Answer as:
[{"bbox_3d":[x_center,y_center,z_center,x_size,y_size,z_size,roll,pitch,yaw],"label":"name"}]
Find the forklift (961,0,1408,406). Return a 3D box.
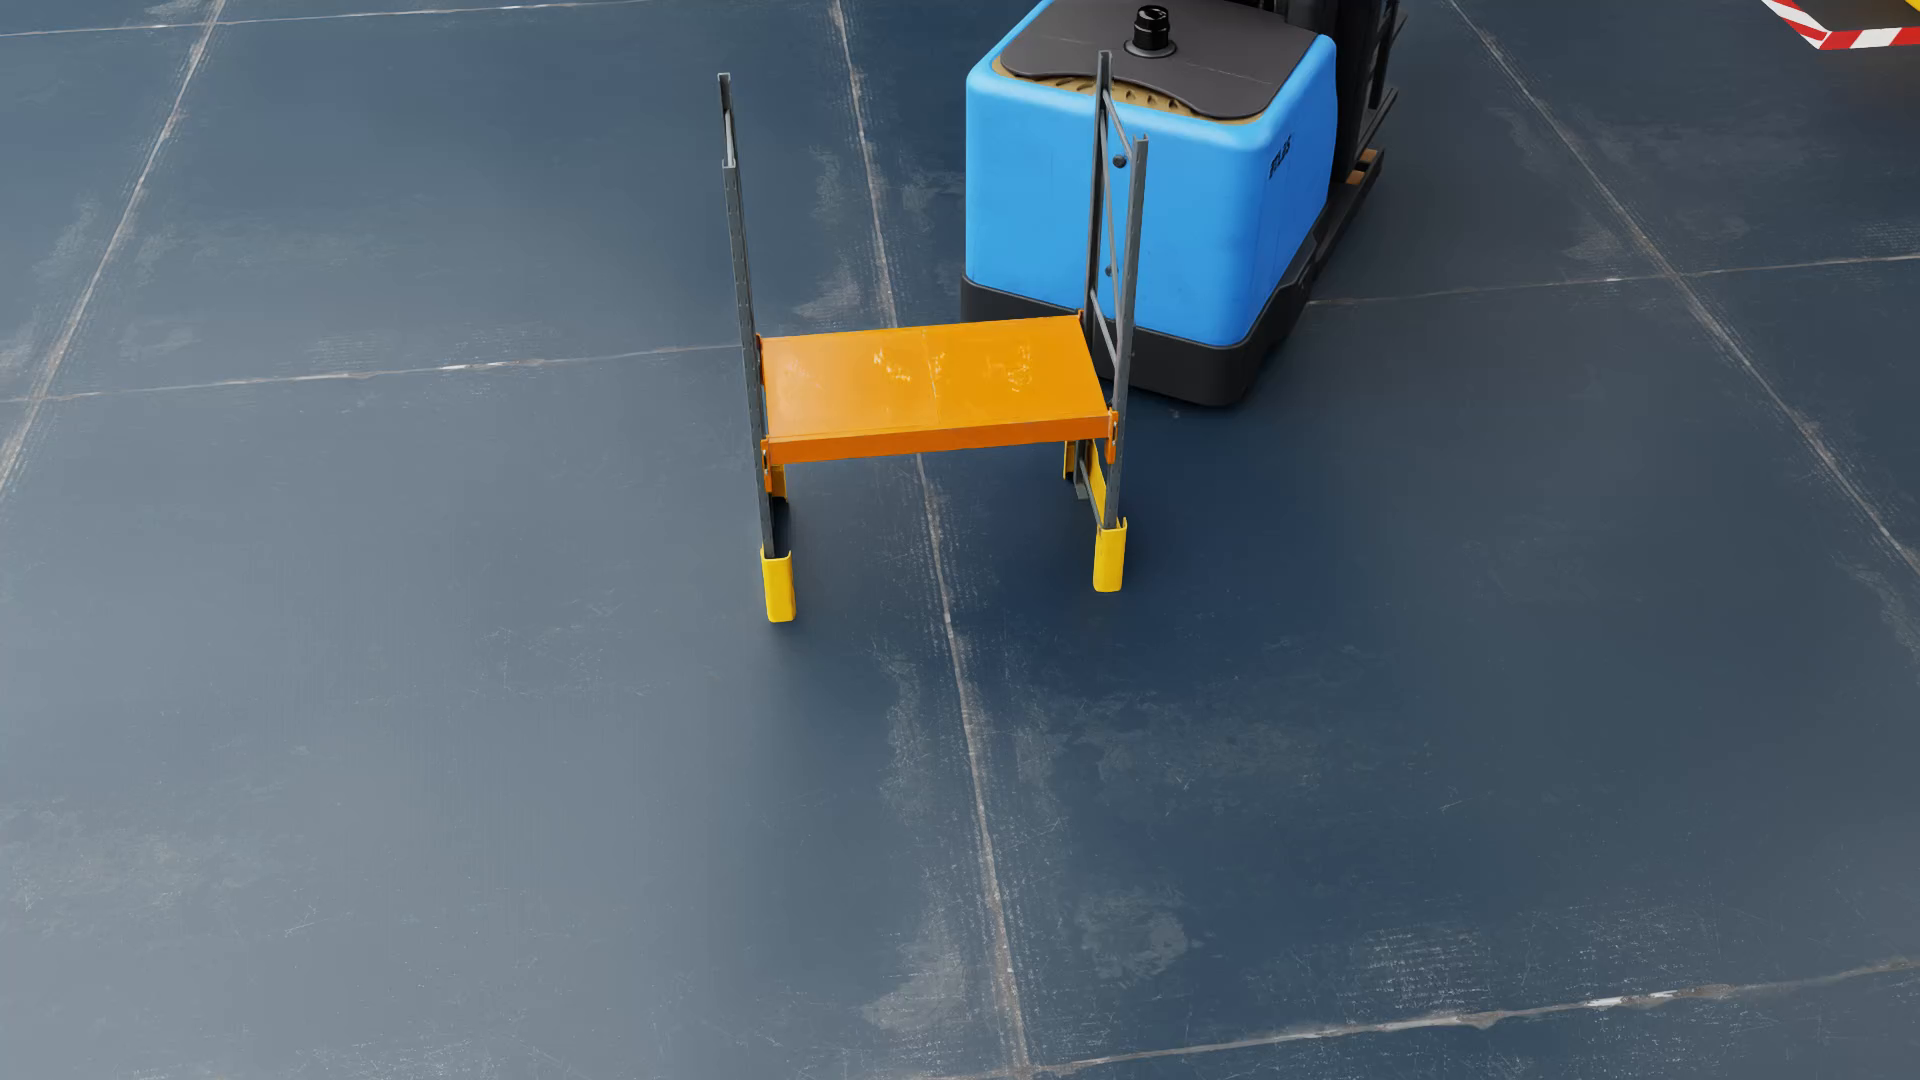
[{"bbox_3d":[1.091,-2.531,5.867,1.130,2.935,3.031,18,45,19],"label":"forklift"}]

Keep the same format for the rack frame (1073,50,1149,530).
[{"bbox_3d":[0.419,-0.594,4.788,0.032,1.500,0.500,-5,42,-6],"label":"rack frame"}]

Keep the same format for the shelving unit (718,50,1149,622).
[{"bbox_3d":[-0.076,-0.550,4.740,1.083,1.500,0.587,-5,42,-6],"label":"shelving unit"}]

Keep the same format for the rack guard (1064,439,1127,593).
[{"bbox_3d":[0.418,-0.129,5.207,0.087,0.250,0.587,-5,42,-6],"label":"rack guard"}]

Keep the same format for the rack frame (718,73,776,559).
[{"bbox_3d":[-0.589,-0.505,4.691,0.032,1.500,0.500,-5,42,-6],"label":"rack frame"}]

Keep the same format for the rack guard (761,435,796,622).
[{"bbox_3d":[-0.569,-0.043,5.111,0.087,0.250,0.587,-5,42,-6],"label":"rack guard"}]

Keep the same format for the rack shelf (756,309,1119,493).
[{"bbox_3d":[-0.085,-0.416,4.860,1.000,0.185,0.538,-5,42,-6],"label":"rack shelf"}]
